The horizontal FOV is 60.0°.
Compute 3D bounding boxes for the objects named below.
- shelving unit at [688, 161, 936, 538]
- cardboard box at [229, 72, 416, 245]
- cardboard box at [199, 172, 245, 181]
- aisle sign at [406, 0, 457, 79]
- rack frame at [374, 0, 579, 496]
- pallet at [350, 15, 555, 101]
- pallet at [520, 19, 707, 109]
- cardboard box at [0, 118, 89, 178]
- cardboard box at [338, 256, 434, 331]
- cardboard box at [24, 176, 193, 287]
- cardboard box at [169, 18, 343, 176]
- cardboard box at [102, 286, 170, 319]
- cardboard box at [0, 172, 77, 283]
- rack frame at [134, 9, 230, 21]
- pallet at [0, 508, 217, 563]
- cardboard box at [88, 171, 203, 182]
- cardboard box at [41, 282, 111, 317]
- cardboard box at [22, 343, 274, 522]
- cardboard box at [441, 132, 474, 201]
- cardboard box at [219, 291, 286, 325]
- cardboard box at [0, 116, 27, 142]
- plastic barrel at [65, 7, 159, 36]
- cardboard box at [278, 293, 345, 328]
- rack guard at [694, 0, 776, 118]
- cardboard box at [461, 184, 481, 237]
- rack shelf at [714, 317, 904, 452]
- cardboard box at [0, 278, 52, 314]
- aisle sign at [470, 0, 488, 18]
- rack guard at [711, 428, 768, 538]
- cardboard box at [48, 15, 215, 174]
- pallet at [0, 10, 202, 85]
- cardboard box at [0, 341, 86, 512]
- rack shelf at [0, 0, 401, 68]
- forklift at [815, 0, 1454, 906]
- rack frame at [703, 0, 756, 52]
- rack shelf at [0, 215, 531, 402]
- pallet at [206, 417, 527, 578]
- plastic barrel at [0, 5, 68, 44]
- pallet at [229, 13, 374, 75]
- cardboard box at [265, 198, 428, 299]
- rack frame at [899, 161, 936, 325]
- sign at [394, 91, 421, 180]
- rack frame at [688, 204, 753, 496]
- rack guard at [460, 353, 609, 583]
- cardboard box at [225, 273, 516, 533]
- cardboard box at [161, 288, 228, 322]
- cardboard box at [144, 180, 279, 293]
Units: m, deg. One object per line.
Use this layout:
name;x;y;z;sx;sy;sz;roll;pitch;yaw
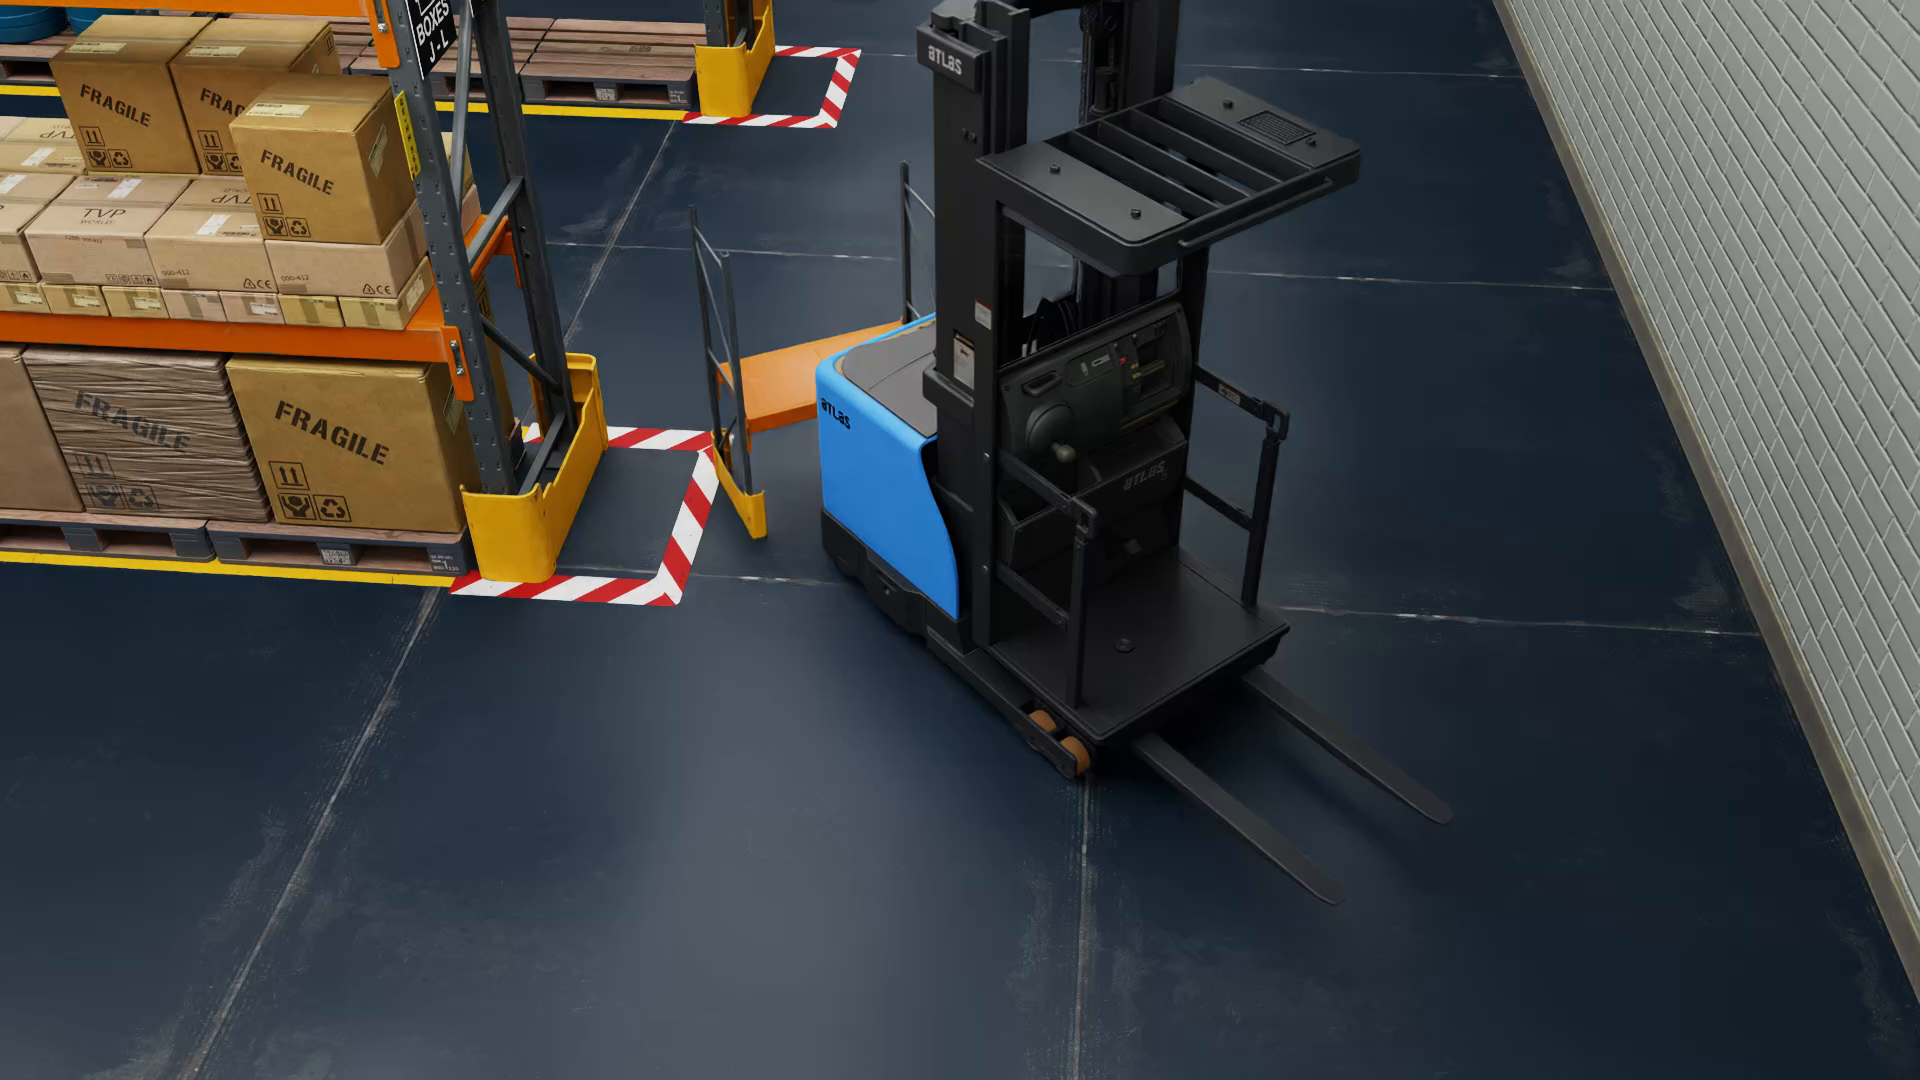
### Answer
shelving unit;-0.619;-0.896;7.833;1.083;1.500;0.587;-16;42;-19
cardboard box;-2.547;-1.548;6.735;0.500;0.500;0.500;4;39;4
cardboard box;-3.013;-1.616;7.412;0.500;0.250;0.500;3;39;3
aisle sign;-1.993;-2.154;6.131;0.004;0.787;0.394;3;39;4
rack frame;-2.039;-1.338;7.189;0.127;3.000;1.000;3;39;4
pallet;-3.642;-3.509;12.065;1.213;0.211;1.003;3;39;4
pallet;-2.430;-3.441;11.981;1.213;0.211;1.003;3;39;4
cardboard box;-4.033;-1.670;7.480;0.500;0.250;0.500;2;39;3
cardboard box;-2.422;-1.053;7.037;0.250;0.149;0.380;4;39;5
cardboard box;-3.557;-1.311;7.038;0.500;0.250;0.500;2;39;2
cardboard box;-2.992;-1.910;7.179;0.500;0.500;0.500;2;39;3
cardboard box;-3.440;-1.108;7.104;0.250;0.149;0.380;2;39;3
cardboard box;-4.077;-1.336;7.069;0.500;0.250;0.500;3;39;4
rack frame;-5.597;-4.671;11.283;0.127;3.000;1.000;3;39;4
pallet;-4.055;-0.319;8.146;1.213;0.211;1.003;3;39;4
cardboard box;-3.513;-1.645;7.449;0.500;0.250;0.500;2;39;2
cardboard box;-3.699;-1.122;7.121;0.250;0.149;0.380;3;39;4
cardboard box;-3.590;-0.711;7.769;0.875;0.875;0.875;3;39;4
cardboard box;-2.494;-1.591;7.383;0.500;0.250;0.500;2;39;3
cardboard box;-2.933;-1.081;7.071;0.250;0.149;0.380;3;39;4
cardboard box;-4.538;-1.700;7.516;0.500;0.250;0.500;4;39;5
plastic barrel;-6.138;-4.061;11.863;0.708;0.901;0.600;3;39;4
cardboard box;-2.682;-1.066;7.053;0.250;0.149;0.380;4;39;4
rack guard;-1.587;-3.491;11.813;0.348;0.500;1.175;3;39;4
cardboard box;-2.365;-1.468;7.547;0.250;0.149;0.380;4;39;4
rack shelf;-0.627;-0.754;7.944;1.000;0.185;0.538;-16;42;-19
cardboard box;-3.945;-1.137;7.140;0.250;0.149;0.380;4;39;5
aisle sign;-1.942;-2.531;6.595;0.004;0.787;0.394;3;39;4
rack guard;-1.072;-0.281;8.067;0.087;0.250;0.587;-16;42;-19
cardboard box;-3.509;-1.934;7.209;0.500;0.500;0.500;2;39;3
pallet;-6.362;-3.658;12.247;1.213;0.211;1.003;3;39;4
cardboard box;-4.477;-0.760;7.828;0.875;0.875;0.875;3;39;4
rack shelf;-4.032;-2.332;6.603;4.000;0.370;1.077;3;39;4
forklift;0.666;-0.533;6.254;1.130;2.935;3.031;-27;46;-29
rack frame;-1.612;-4.453;11.016;0.127;3.000;1.000;3;39;4
rack shelf;-4.032;-1.168;7.549;4.000;0.370;1.077;3;39;4
pallet;-2.843;-0.251;8.062;1.213;0.211;1.003;3;39;4
plastic barrel;-6.843;-4.099;11.910;0.708;0.901;0.600;3;39;4
pallet;-4.861;-3.574;12.144;1.213;0.211;1.003;3;39;4
cardboard box;-2.545;-1.255;6.969;0.500;0.250;0.500;3;39;3
rack frame;-0.165;-1.027;7.994;0.032;1.500;0.500;-16;42;-19
sign;-2.100;-1.539;6.330;0.005;0.325;0.100;3;39;4
rack frame;-1.090;-0.760;7.666;0.032;1.500;0.500;-16;42;-19
rack guard;-2.015;-0.368;7.976;0.348;0.500;1.175;3;39;4
cardboard box;-2.684;-0.662;7.708;0.875;0.875;0.875;3;39;4
cardboard box;-3.181;-1.095;7.089;0.250;0.149;0.380;4;39;5
cardboard box;-3.050;-1.283;7.004;0.500;0.250;0.500;2;39;3
